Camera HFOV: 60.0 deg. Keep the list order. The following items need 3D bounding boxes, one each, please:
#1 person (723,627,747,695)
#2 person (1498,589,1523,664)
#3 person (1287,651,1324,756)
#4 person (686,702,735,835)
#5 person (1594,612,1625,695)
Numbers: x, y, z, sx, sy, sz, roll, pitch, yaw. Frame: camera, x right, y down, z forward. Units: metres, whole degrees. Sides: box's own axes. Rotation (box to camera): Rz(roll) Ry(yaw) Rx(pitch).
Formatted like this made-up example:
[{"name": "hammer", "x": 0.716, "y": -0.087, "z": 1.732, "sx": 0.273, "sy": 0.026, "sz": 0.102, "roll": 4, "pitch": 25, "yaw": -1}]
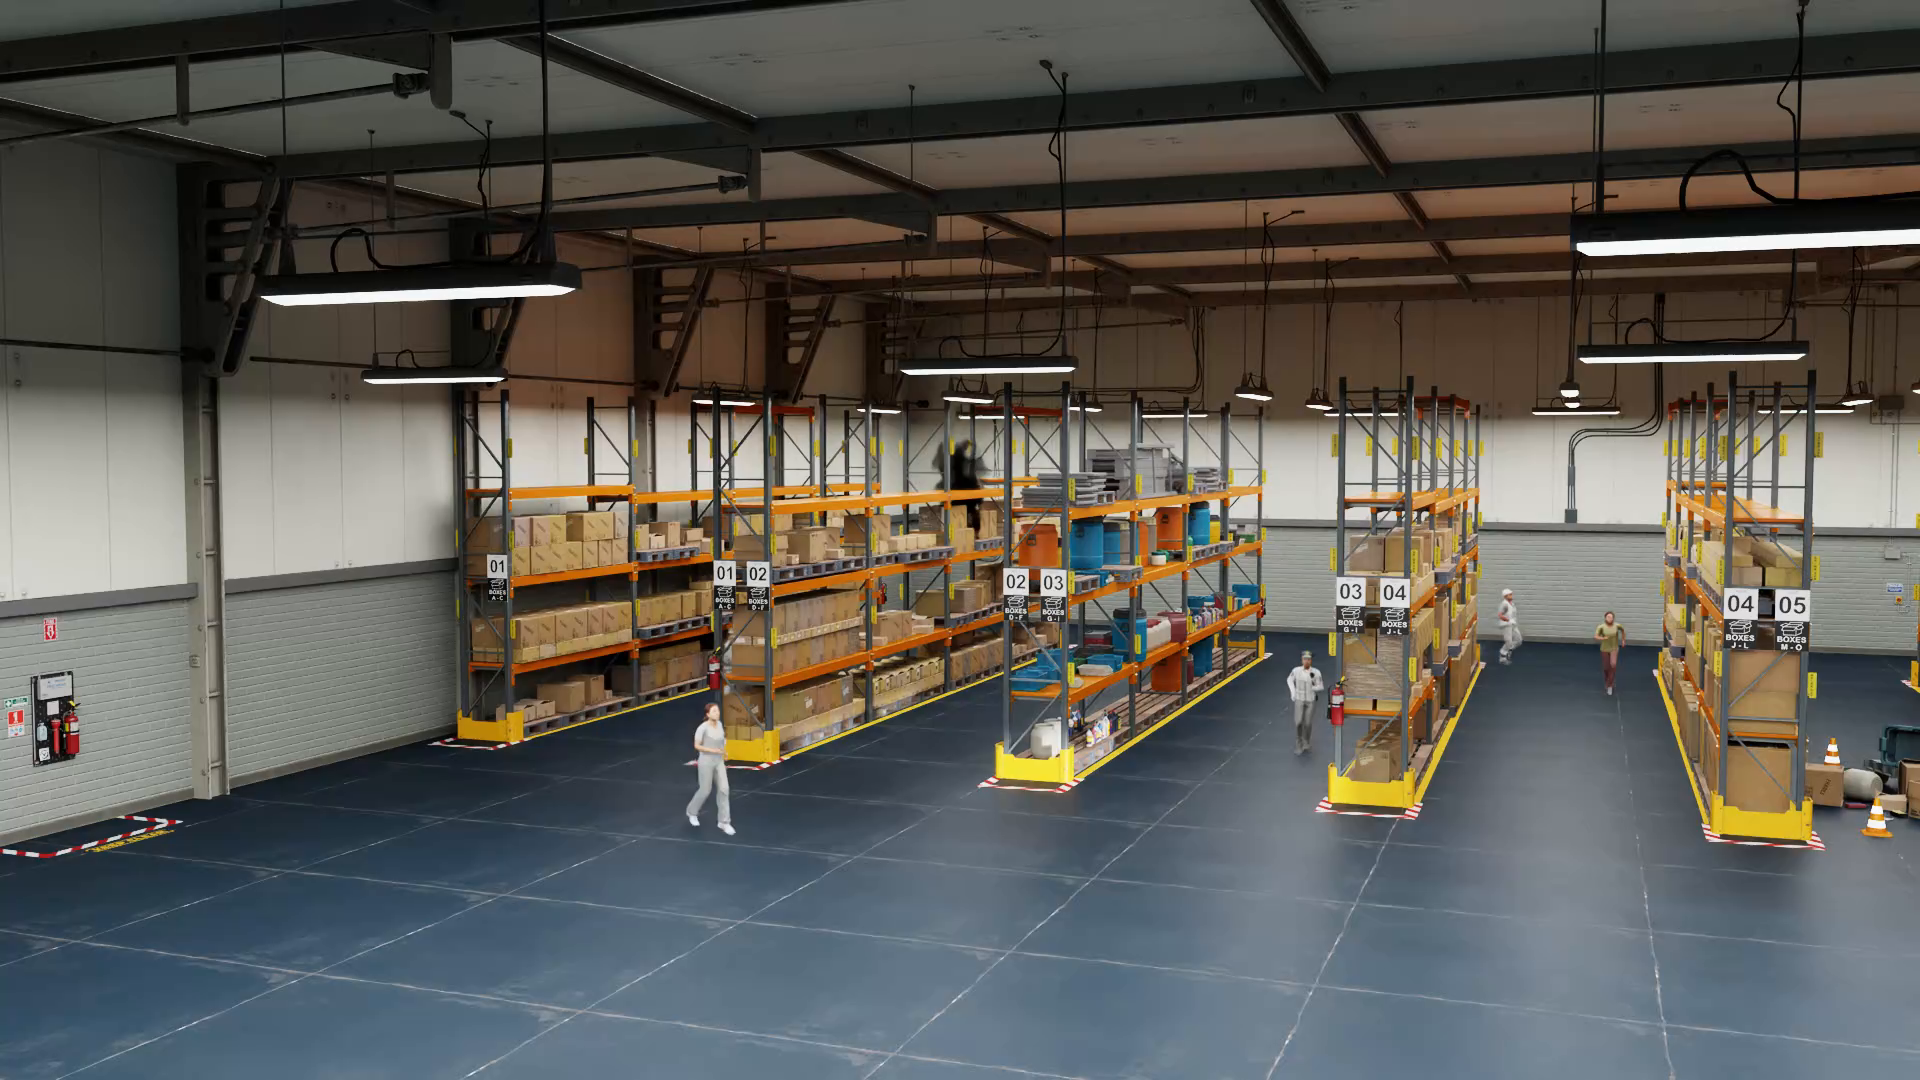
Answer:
[{"name": "person", "x": -4.040, "y": 2.475, "z": 30.074, "sx": 0.688, "sy": 1.827, "sz": 0.937, "roll": 1, "pitch": 3, "yaw": 20}, {"name": "person", "x": 12.710, "y": 2.007, "z": 38.480, "sx": 0.655, "sy": 1.751, "sz": 0.506, "roll": -3, "pitch": 4, "yaw": -44}, {"name": "person", "x": 5.652, "y": 2.668, "z": 27.221, "sx": 0.588, "sy": 1.732, "sz": 0.715, "roll": 1, "pitch": 3, "yaw": 12}, {"name": "person", "x": -3.265, "y": 2.970, "z": 21.770, "sx": 0.846, "sy": 1.687, "sz": 0.582, "roll": 3, "pitch": 4, "yaw": 42}, {"name": "person", "x": 13.305, "y": 2.299, "z": 34.074, "sx": 0.599, "sy": 1.704, "sz": 0.824, "roll": 1, "pitch": 3, "yaw": 18}]
